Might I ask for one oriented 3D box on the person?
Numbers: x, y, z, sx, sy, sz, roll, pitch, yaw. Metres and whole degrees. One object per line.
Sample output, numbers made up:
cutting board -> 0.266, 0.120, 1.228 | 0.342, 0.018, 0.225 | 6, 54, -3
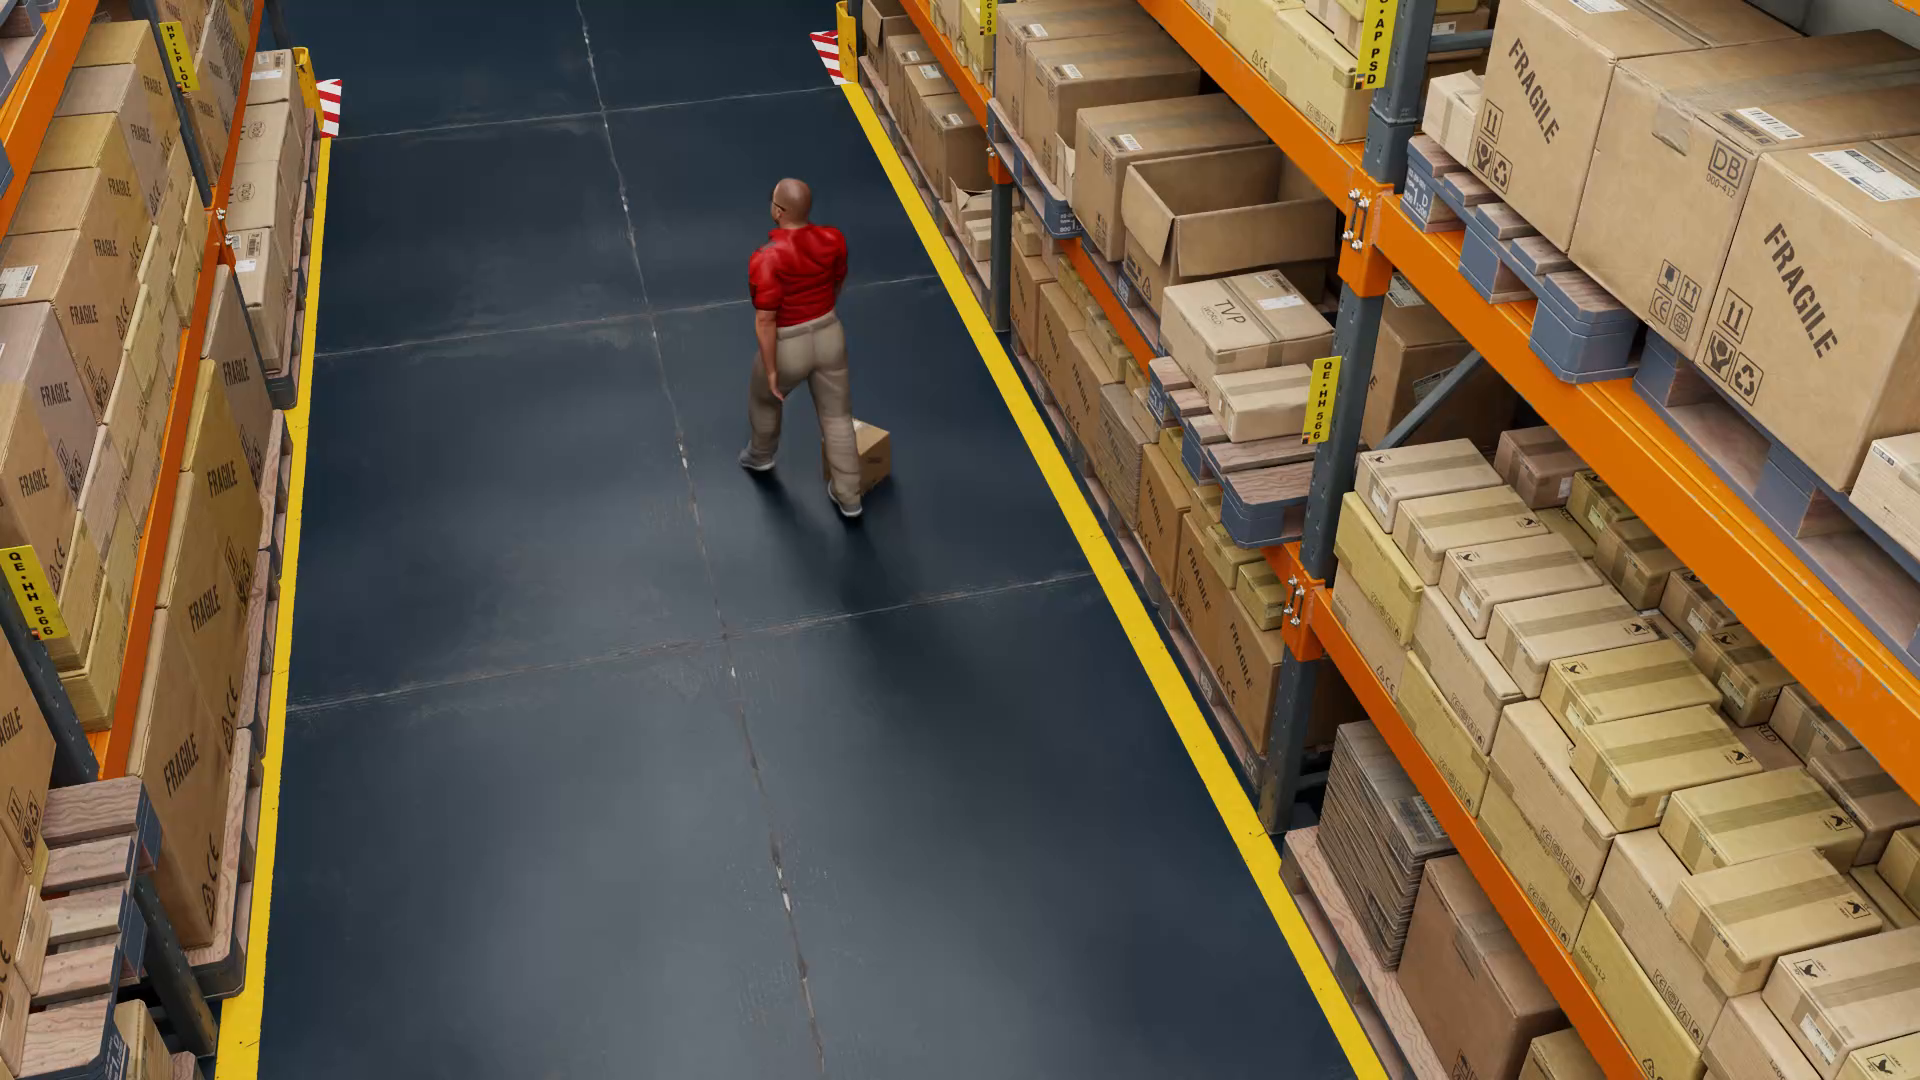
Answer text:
person -> -0.787, -0.944, 7.949 | 0.540, 1.746, 0.878 | -19, 42, -23
